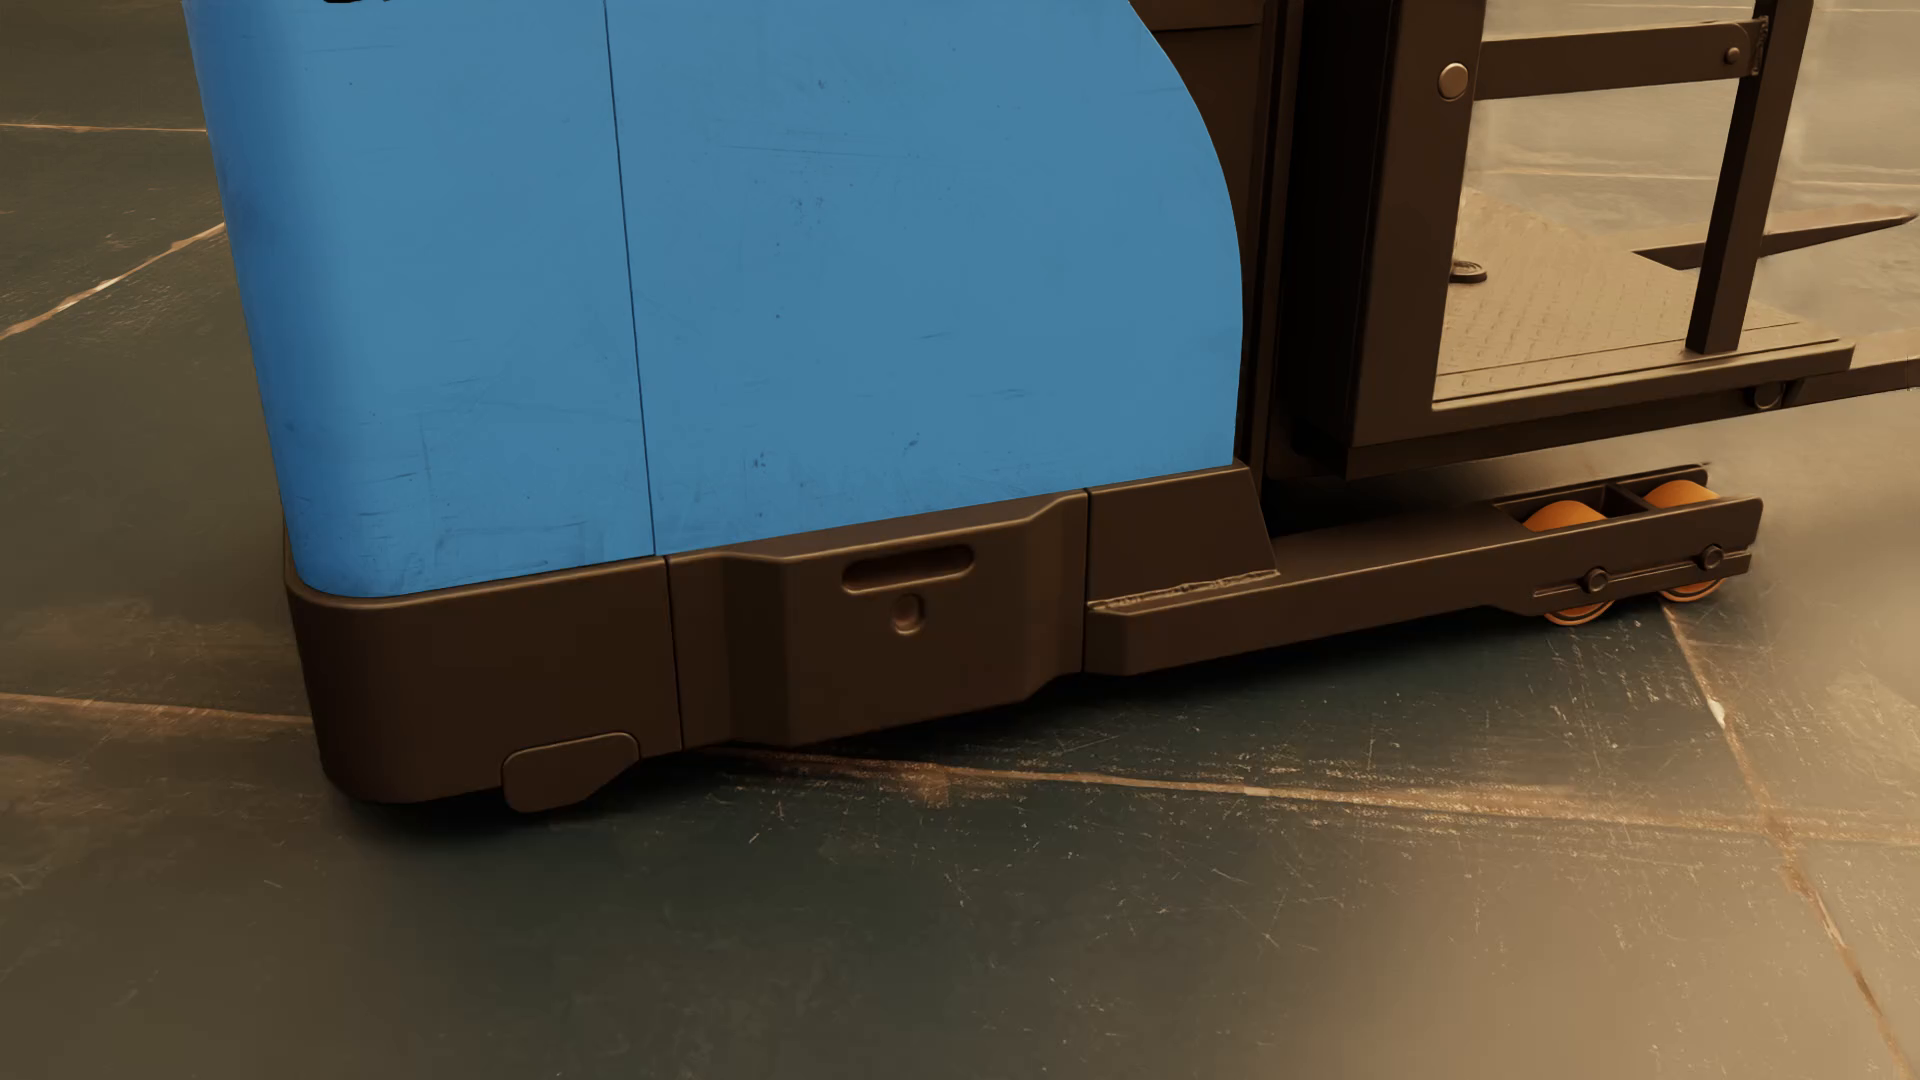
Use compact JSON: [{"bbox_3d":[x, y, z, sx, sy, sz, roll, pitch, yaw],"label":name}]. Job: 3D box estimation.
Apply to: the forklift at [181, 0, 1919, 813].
[{"bbox_3d":[0.572,-1.406,2.035,3.031,2.935,1.130,-9,28,-18],"label":"forklift"}]
